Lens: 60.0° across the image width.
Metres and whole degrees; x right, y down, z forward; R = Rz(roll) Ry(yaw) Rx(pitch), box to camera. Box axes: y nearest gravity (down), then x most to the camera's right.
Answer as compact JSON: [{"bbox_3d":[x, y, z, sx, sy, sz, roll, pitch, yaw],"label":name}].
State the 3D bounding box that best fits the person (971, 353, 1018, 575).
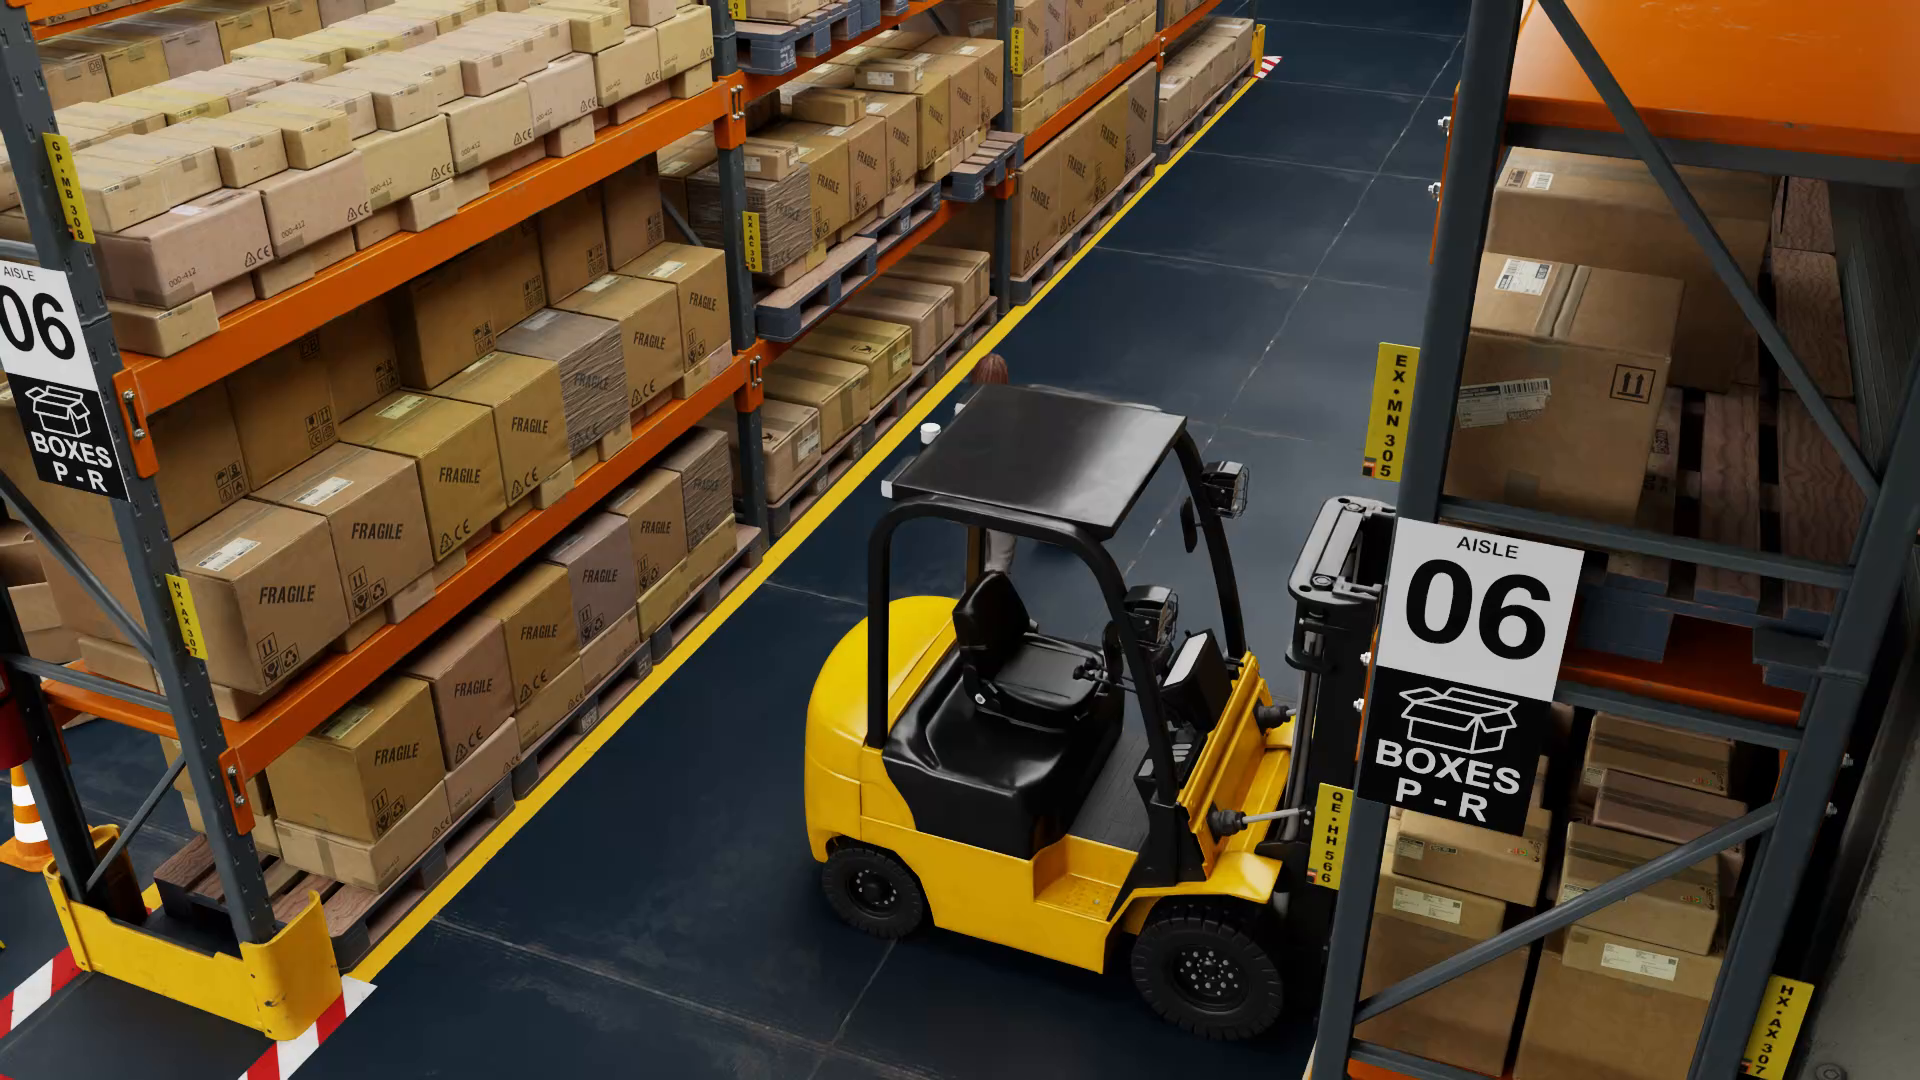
[{"bbox_3d":[0.125,-0.200,8.739,0.441,1.591,0.524,21,36,32],"label":"person"}]
